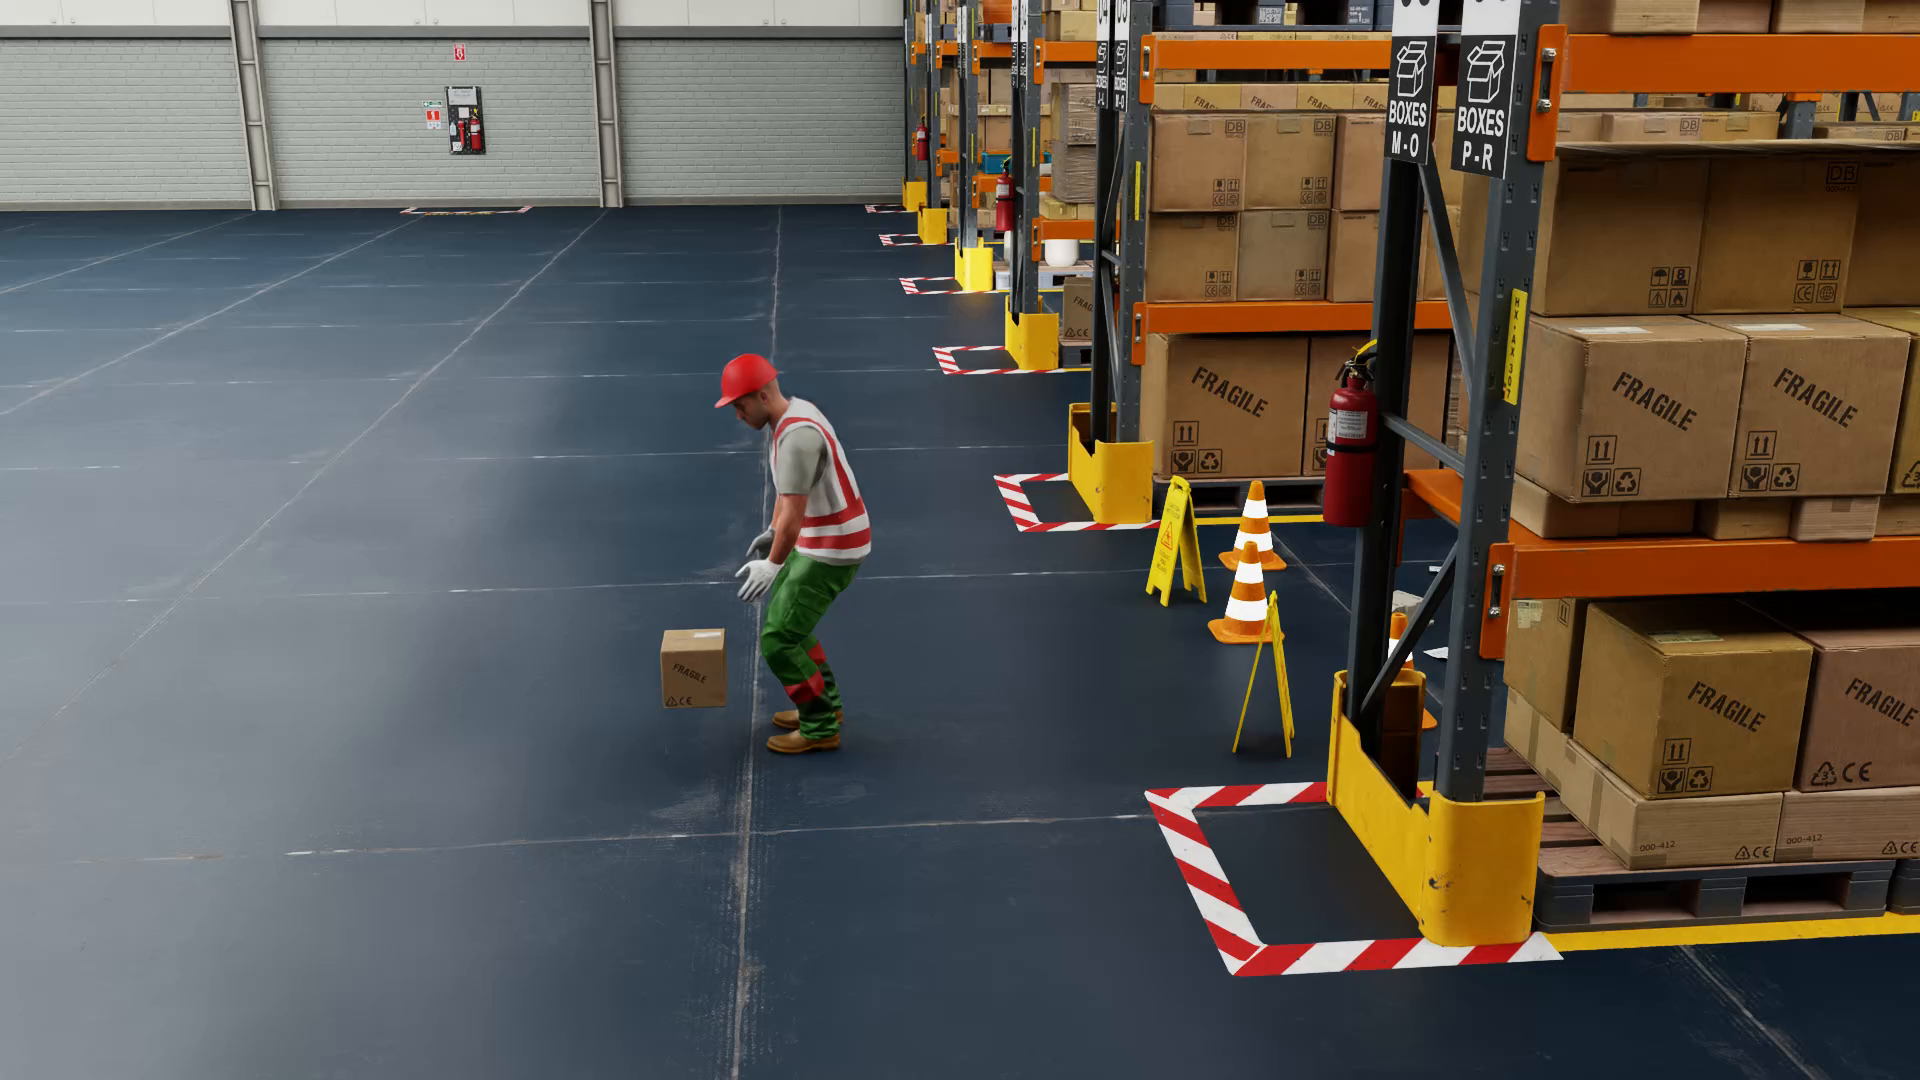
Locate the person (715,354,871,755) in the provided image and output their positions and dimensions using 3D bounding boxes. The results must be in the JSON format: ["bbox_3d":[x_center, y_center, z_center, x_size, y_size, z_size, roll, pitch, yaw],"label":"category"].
[{"bbox_3d":[-0.657,0.055,6.690,0.602,1.627,0.568,-1,17,-5],"label":"person"}]
